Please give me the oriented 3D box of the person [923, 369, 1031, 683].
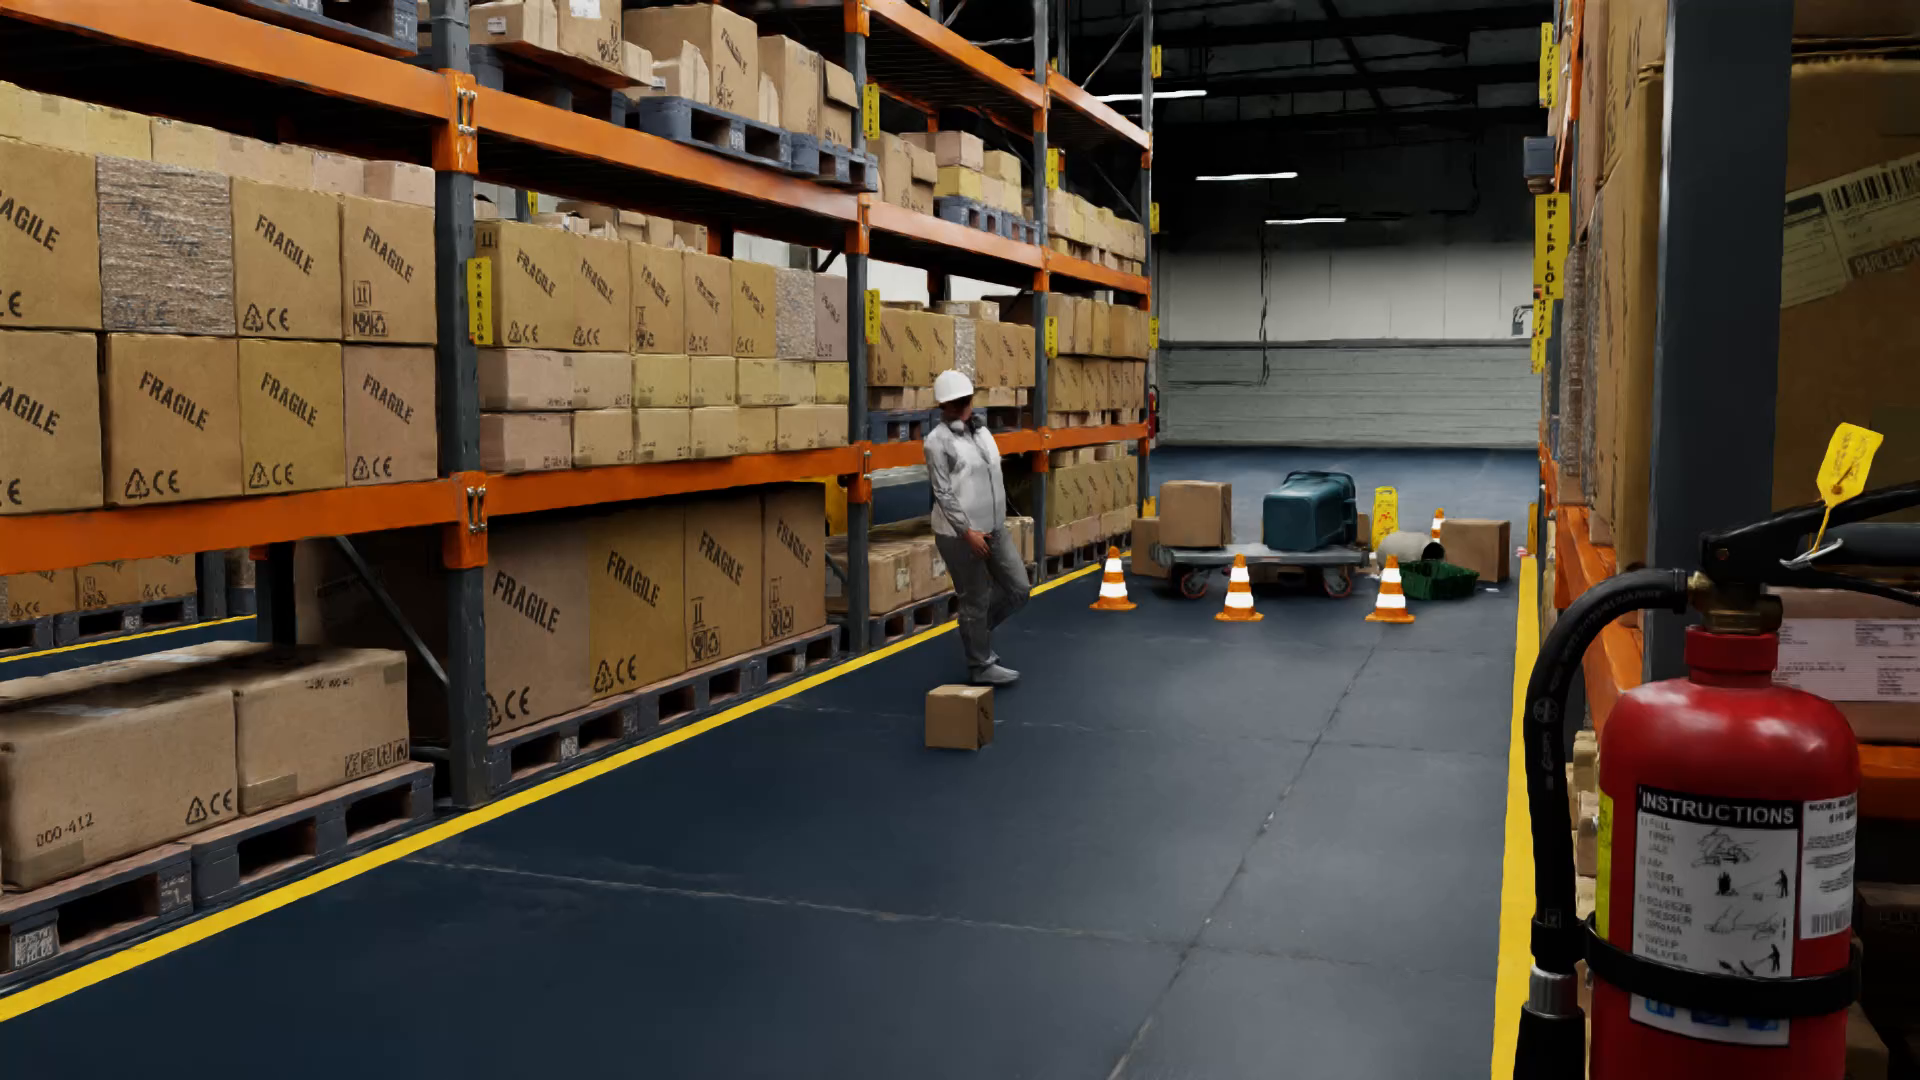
[{"bbox_3d":[0.073,-0.059,9.101,0.491,1.741,0.696,4,6,36],"label":"person"}]
